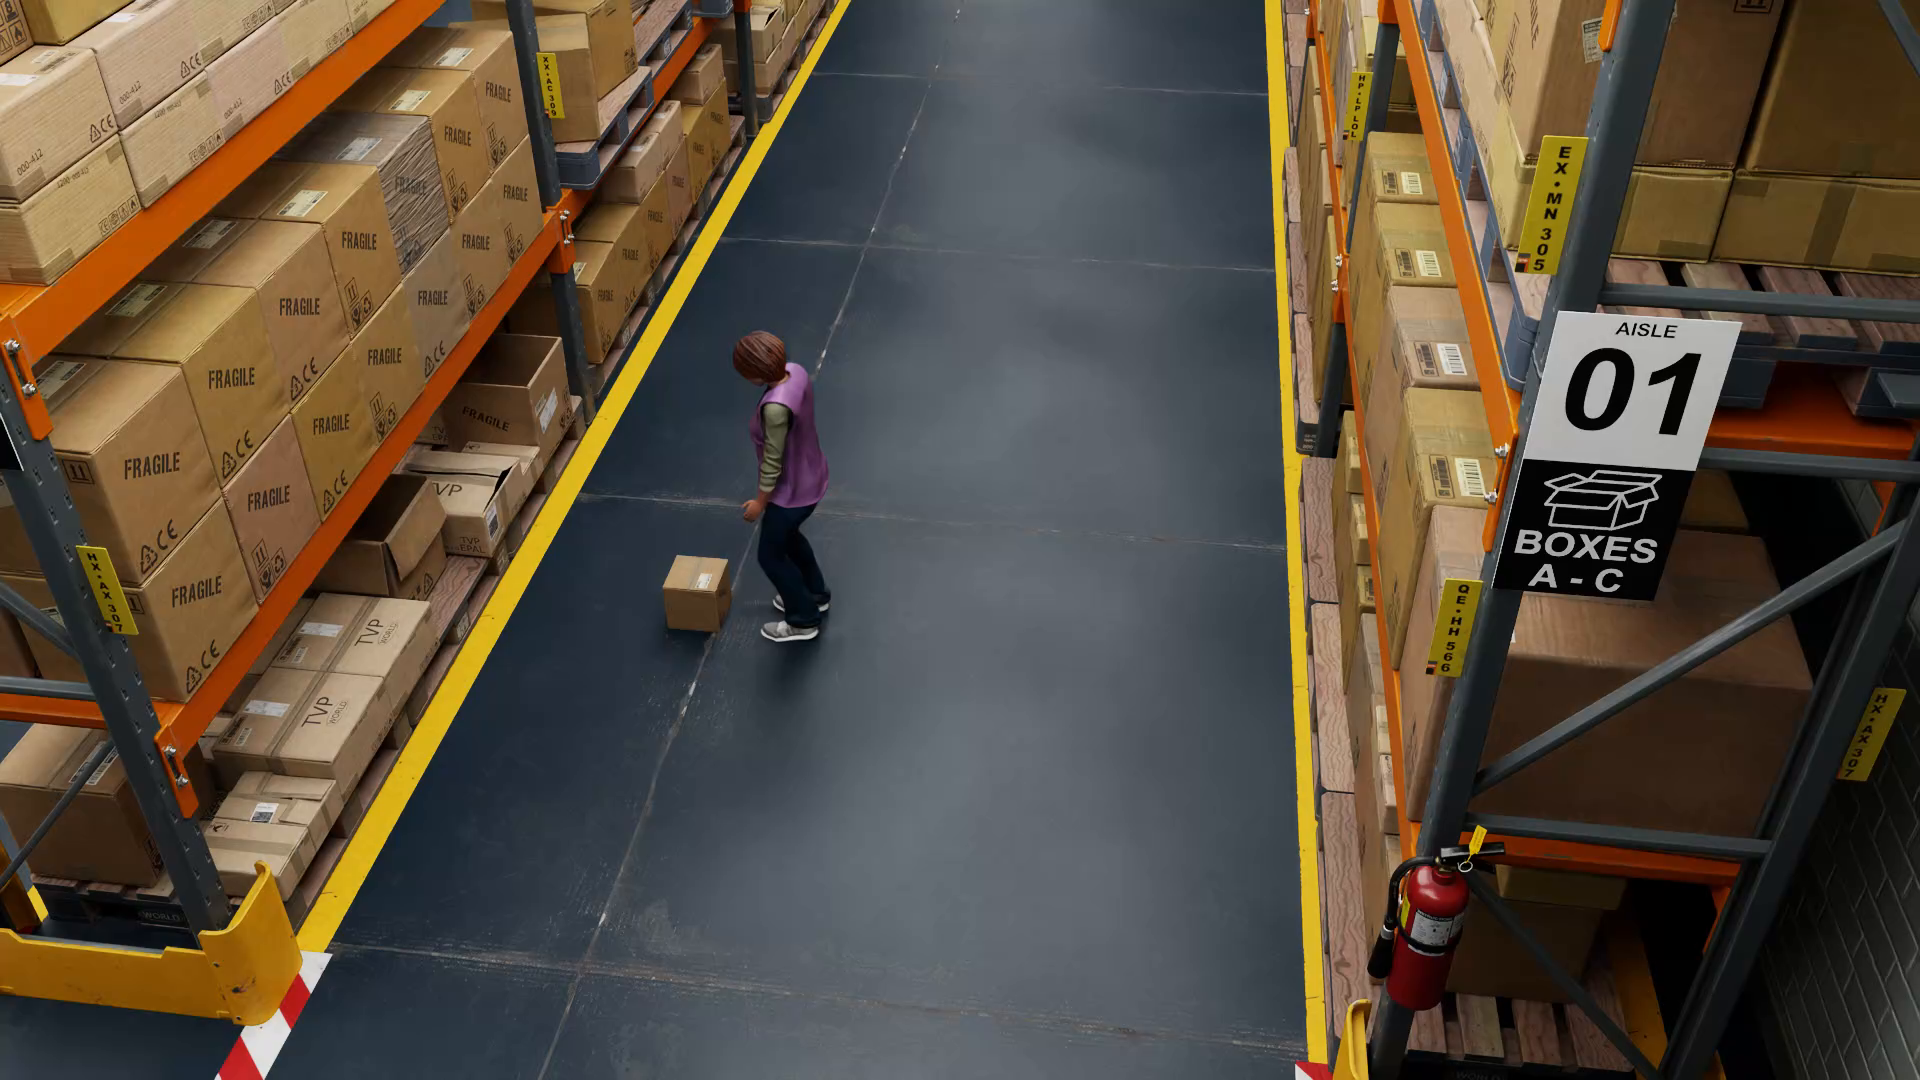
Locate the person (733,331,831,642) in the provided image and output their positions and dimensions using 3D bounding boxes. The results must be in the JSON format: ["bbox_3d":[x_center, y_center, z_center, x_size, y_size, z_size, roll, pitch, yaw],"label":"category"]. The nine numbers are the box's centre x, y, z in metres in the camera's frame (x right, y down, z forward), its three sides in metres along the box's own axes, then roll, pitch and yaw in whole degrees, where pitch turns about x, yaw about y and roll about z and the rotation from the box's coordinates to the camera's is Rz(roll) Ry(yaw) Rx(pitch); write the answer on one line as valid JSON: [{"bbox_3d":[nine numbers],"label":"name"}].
[{"bbox_3d":[-0.771,-0.221,7.376,0.368,1.567,0.423,5,37,7],"label":"person"}]
